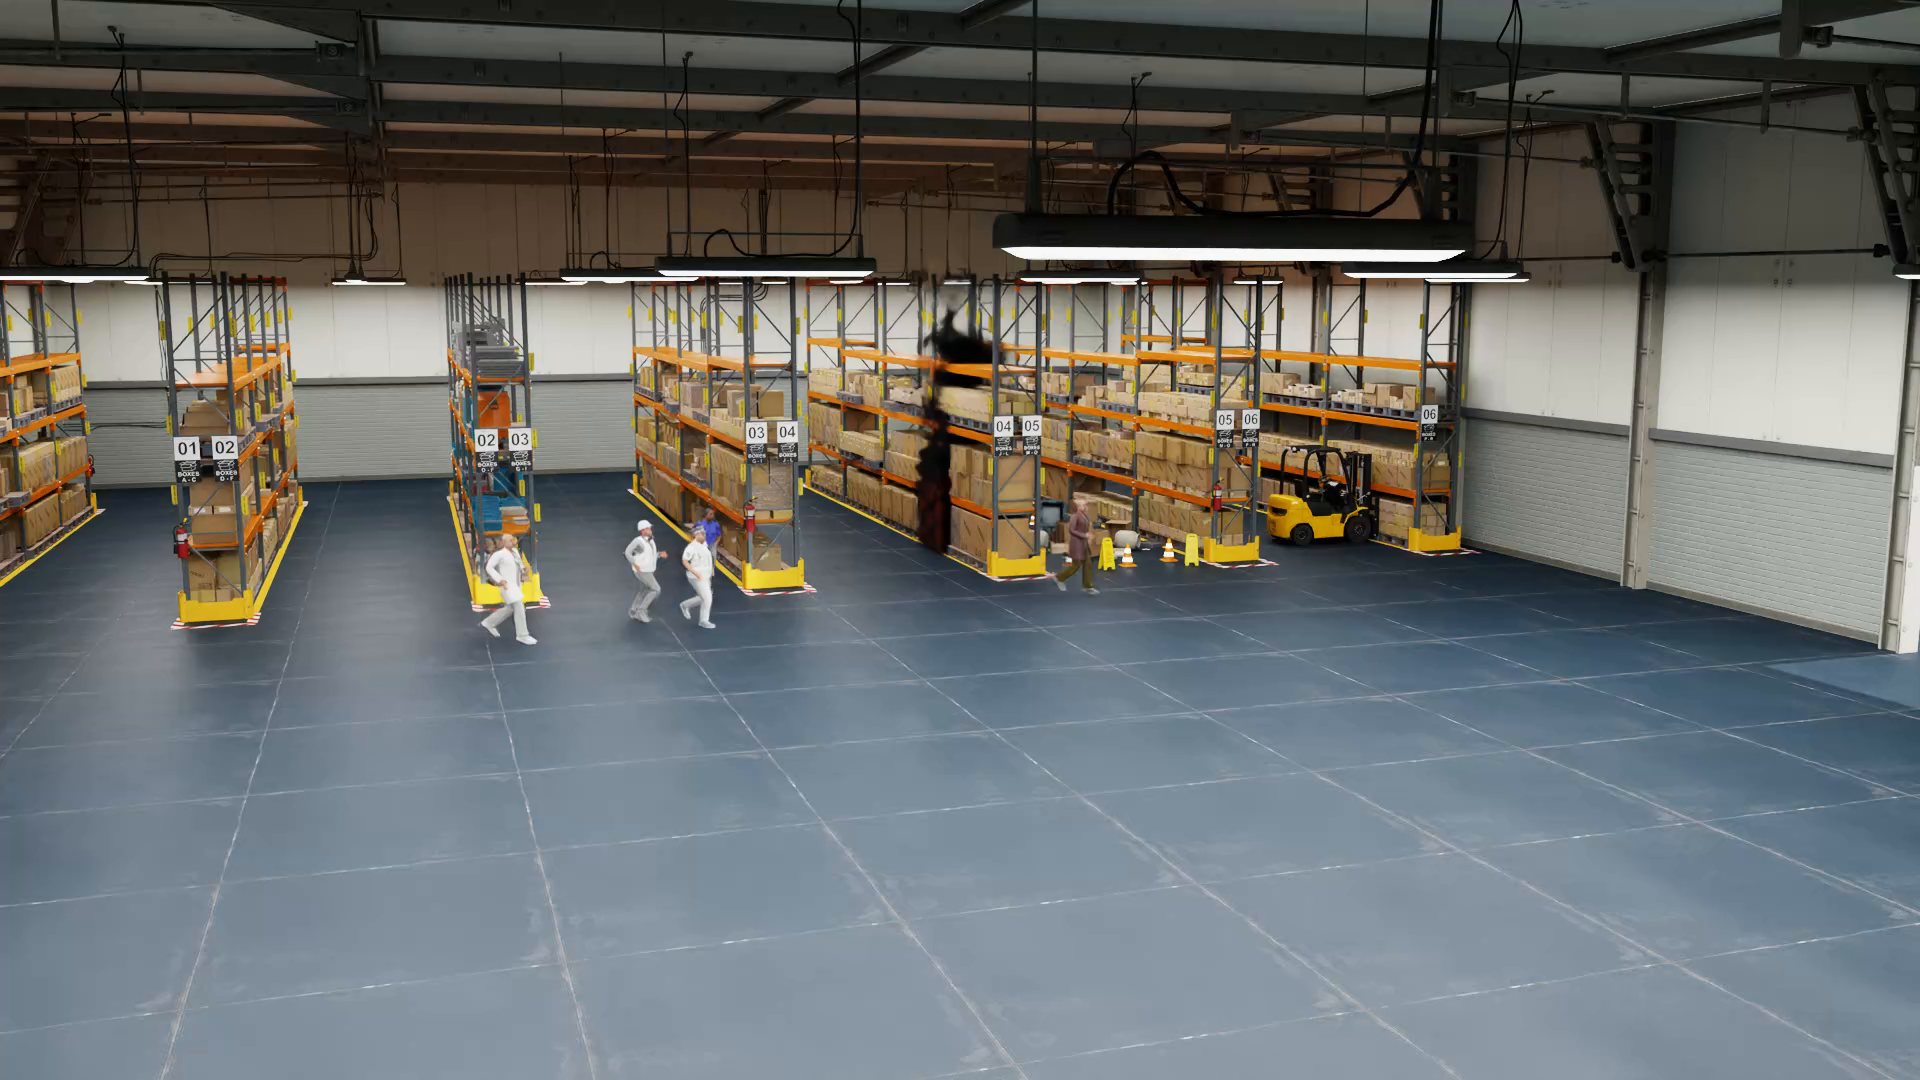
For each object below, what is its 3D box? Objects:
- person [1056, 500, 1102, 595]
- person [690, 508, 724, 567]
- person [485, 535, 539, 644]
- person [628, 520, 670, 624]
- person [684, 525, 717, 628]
[{"bbox_3d":[2.260,0.134,31.344,0.899,1.786,0.737,4,10,27],"label":"person"},{"bbox_3d":[-4.675,0.246,31.034,0.579,1.686,0.839,-6,10,-34],"label":"person"},{"bbox_3d":[-7.298,0.793,27.028,0.923,1.783,0.699,2,9,12],"label":"person"},{"bbox_3d":[-5.361,0.548,28.727,0.742,1.820,0.627,2,9,11],"label":"person"},{"bbox_3d":[-4.462,0.611,28.353,0.652,1.744,0.689,3,9,17],"label":"person"}]
